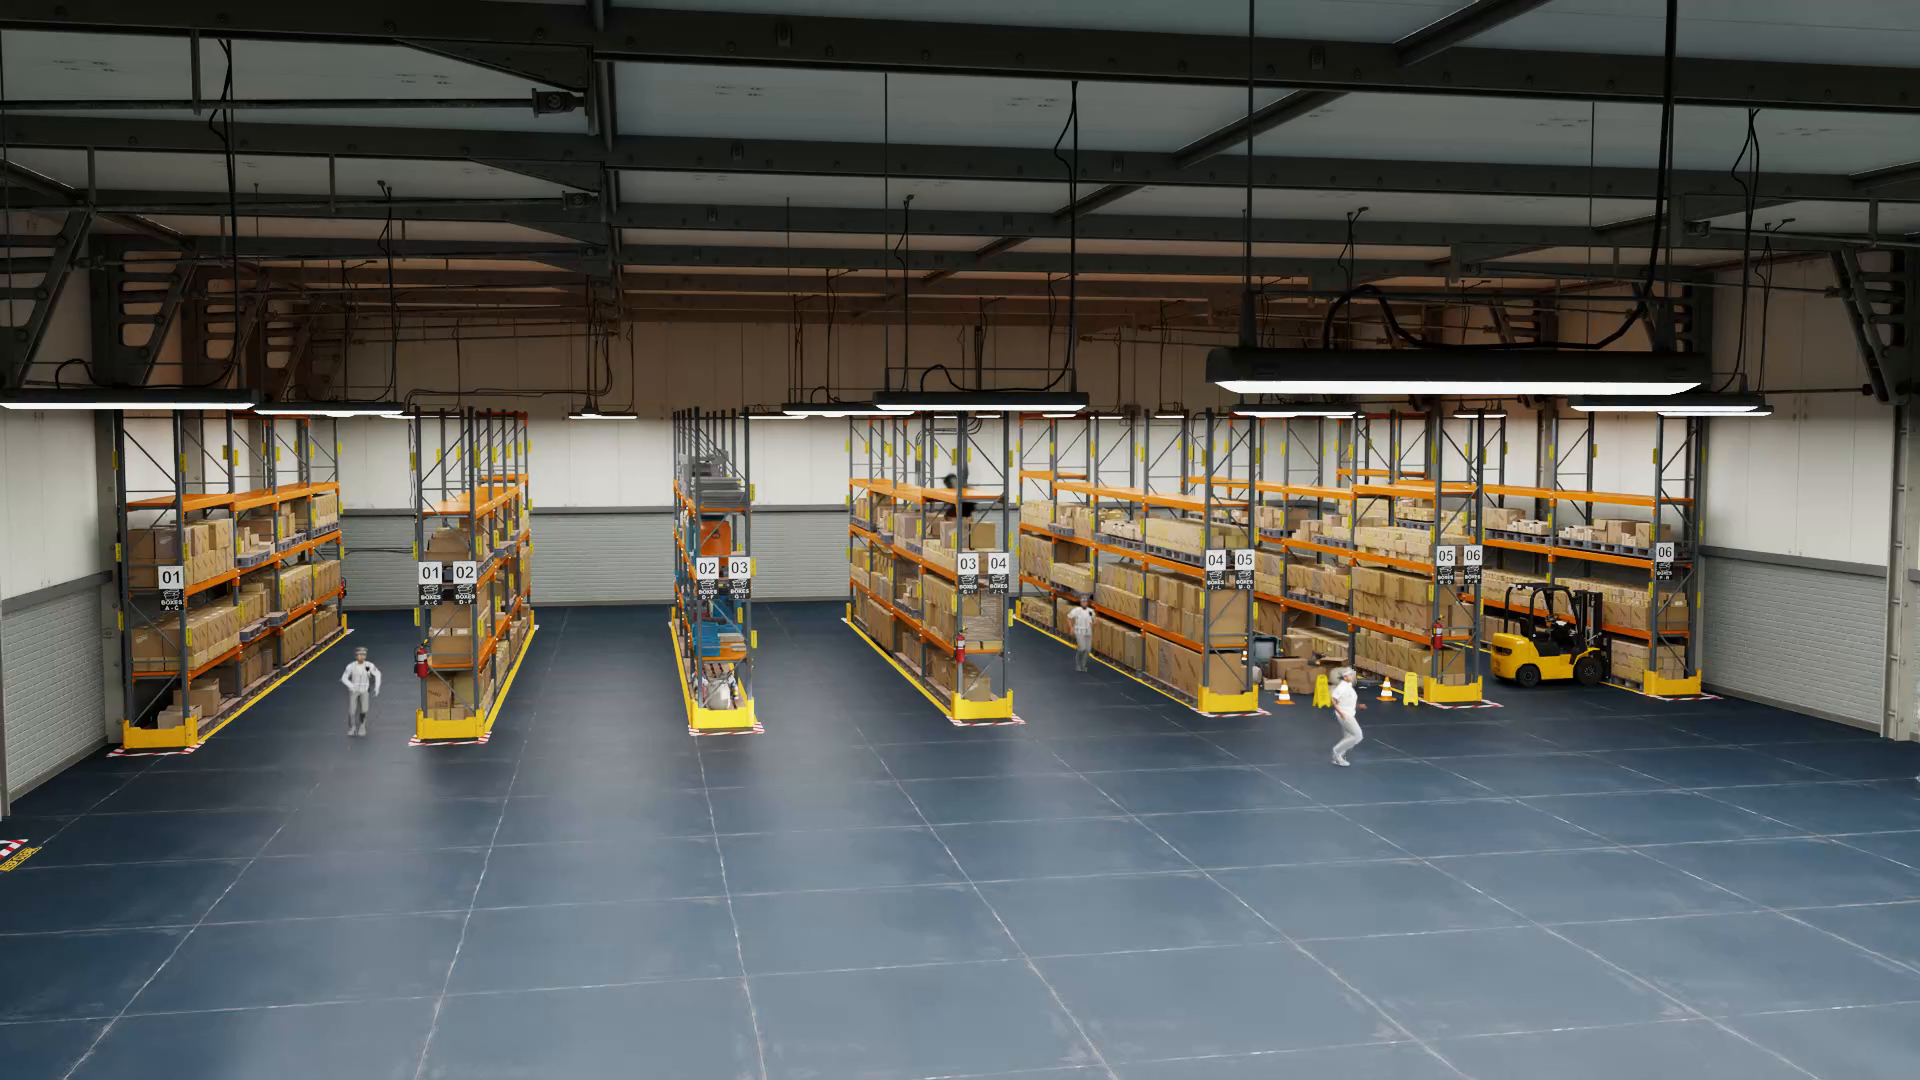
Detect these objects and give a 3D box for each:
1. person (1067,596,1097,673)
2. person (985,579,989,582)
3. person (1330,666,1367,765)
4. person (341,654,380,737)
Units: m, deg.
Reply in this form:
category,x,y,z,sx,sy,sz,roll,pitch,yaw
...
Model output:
category,x,y,z,sx,sy,sz,roll,pitch,yaw
person,2.835,2.149,37.915,0.646,1.774,0.670,-1,4,-17
person,1.006,1.601,45.512,0.664,1.719,0.997,-1,4,-9
person,6.468,2.923,27.616,0.569,1.659,0.560,2,4,22
person,-10.841,2.770,30.111,0.674,1.606,0.590,-2,4,-21
